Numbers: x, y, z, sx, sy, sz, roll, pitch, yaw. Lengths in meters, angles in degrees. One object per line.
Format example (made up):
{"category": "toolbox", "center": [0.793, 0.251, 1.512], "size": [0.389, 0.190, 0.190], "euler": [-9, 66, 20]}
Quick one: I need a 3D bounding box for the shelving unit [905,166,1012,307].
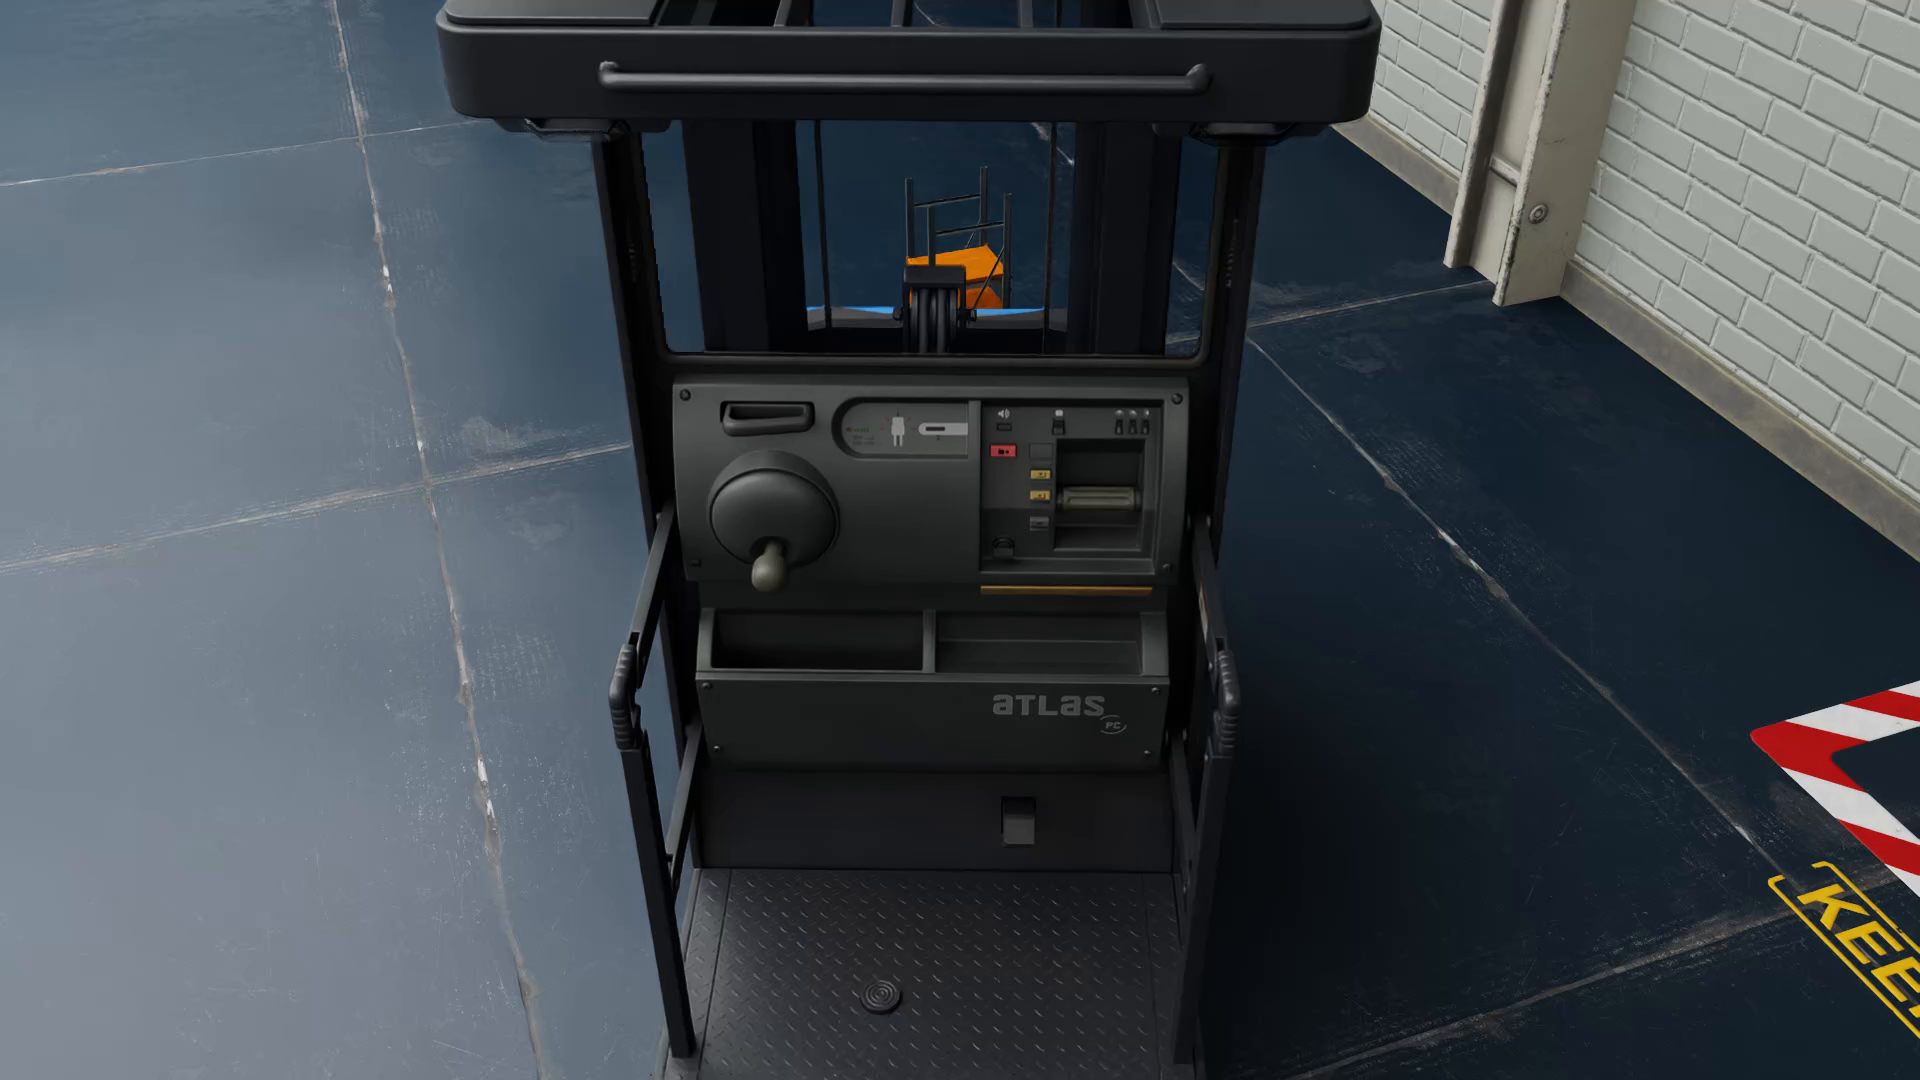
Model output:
{"category": "shelving unit", "center": [-0.005, -0.487, 4.900], "size": [0.258, 1.200, 0.189], "euler": [-12, 39, -16]}

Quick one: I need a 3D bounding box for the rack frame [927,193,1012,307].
{"category": "rack frame", "center": [0.026, -0.436, 4.831], "size": [0.240, 1.200, 0.006], "euler": [-12, 39, -16]}

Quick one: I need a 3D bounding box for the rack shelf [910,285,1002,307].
{"category": "rack shelf", "center": [-0.005, -0.644, 4.782], "size": [0.258, 0.103, 0.180], "euler": [-12, 39, -16]}

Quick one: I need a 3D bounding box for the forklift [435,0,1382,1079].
{"category": "forklift", "center": [-0.054, -0.030, 2.853], "size": [1.130, 2.935, 3.031], "euler": [1, 37, 1]}

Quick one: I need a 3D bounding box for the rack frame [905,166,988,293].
{"category": "rack frame", "center": [-0.036, -0.539, 4.968], "size": [0.240, 1.200, 0.006], "euler": [-12, 39, -16]}

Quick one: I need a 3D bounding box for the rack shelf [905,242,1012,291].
{"category": "rack shelf", "center": [-0.005, -0.739, 4.710], "size": [0.258, 0.103, 0.180], "euler": [-12, 39, -16]}

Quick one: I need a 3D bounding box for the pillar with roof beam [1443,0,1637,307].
{"category": "pillar with roof beam", "center": [-1.871, -3.751, 2.751], "size": [9.100, 9.000, 0.400], "euler": [-12, 39, -16]}
